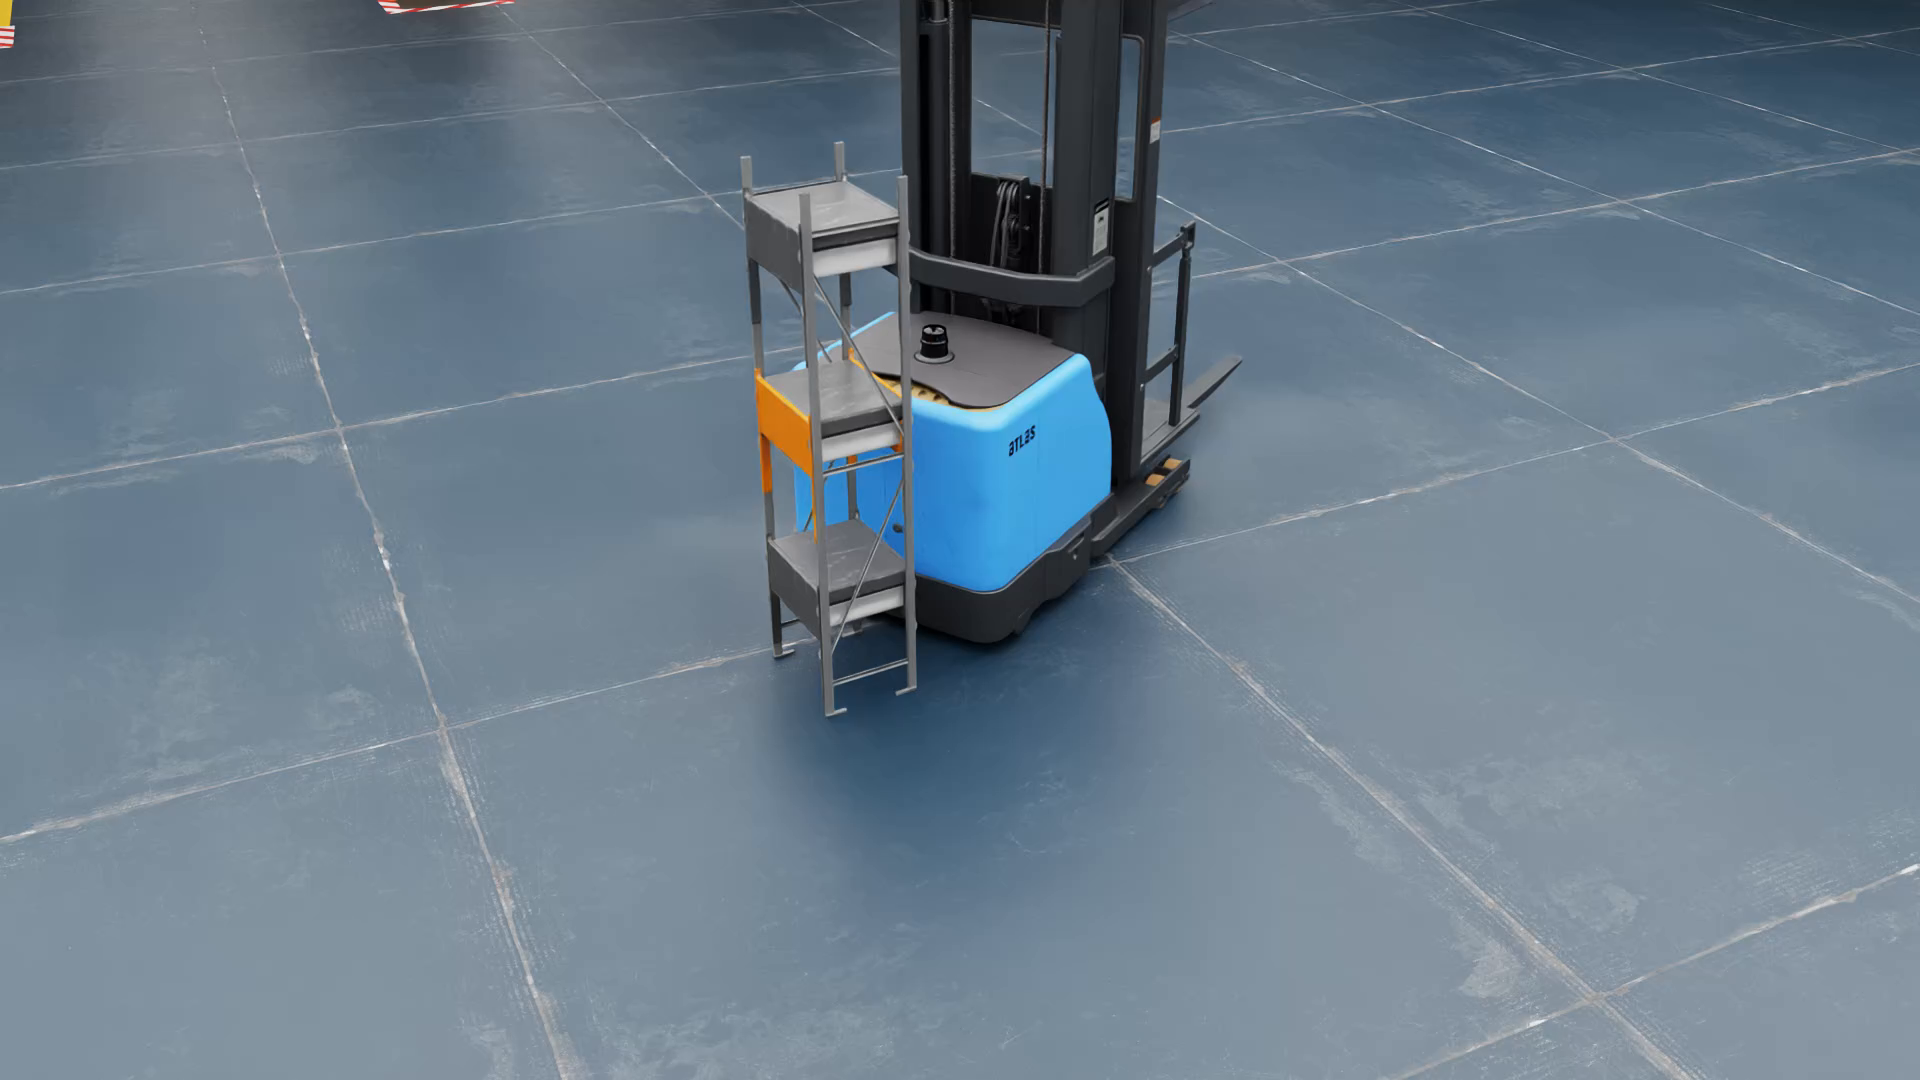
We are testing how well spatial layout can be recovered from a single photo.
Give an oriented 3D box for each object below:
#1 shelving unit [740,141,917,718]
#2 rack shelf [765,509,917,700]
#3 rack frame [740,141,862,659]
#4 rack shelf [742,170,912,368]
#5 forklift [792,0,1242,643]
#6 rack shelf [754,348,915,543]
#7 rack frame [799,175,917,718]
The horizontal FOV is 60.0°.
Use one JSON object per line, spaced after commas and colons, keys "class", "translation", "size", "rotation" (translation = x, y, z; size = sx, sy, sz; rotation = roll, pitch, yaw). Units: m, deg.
{"class": "shelving unit", "translation": [-0.474, -0.376, 6.270], "size": [0.431, 2.100, 0.503], "rotation": [-16, 33, -26]}
{"class": "rack shelf", "translation": [-0.473, 0.248, 6.616], "size": [0.431, 0.518, 0.480], "rotation": [-16, 33, -26]}
{"class": "rack frame", "translation": [-0.595, -0.478, 6.456], "size": [0.400, 2.100, 0.015], "rotation": [-16, 33, -26]}
{"class": "rack shelf", "translation": [-0.476, -0.976, 5.938], "size": [0.431, 0.518, 0.480], "rotation": [-16, 33, -26]}
{"class": "forklift", "translation": [0.473, -1.537, 7.494], "size": [1.130, 2.935, 3.031], "rotation": [16, 33, 27]}
{"class": "rack shelf", "translation": [-0.474, -0.364, 6.277], "size": [0.431, 0.518, 0.480], "rotation": [-16, 33, -26]}
{"class": "rack frame", "translation": [-0.353, -0.274, 6.085], "size": [0.400, 2.100, 0.015], "rotation": [-16, 33, -26]}
